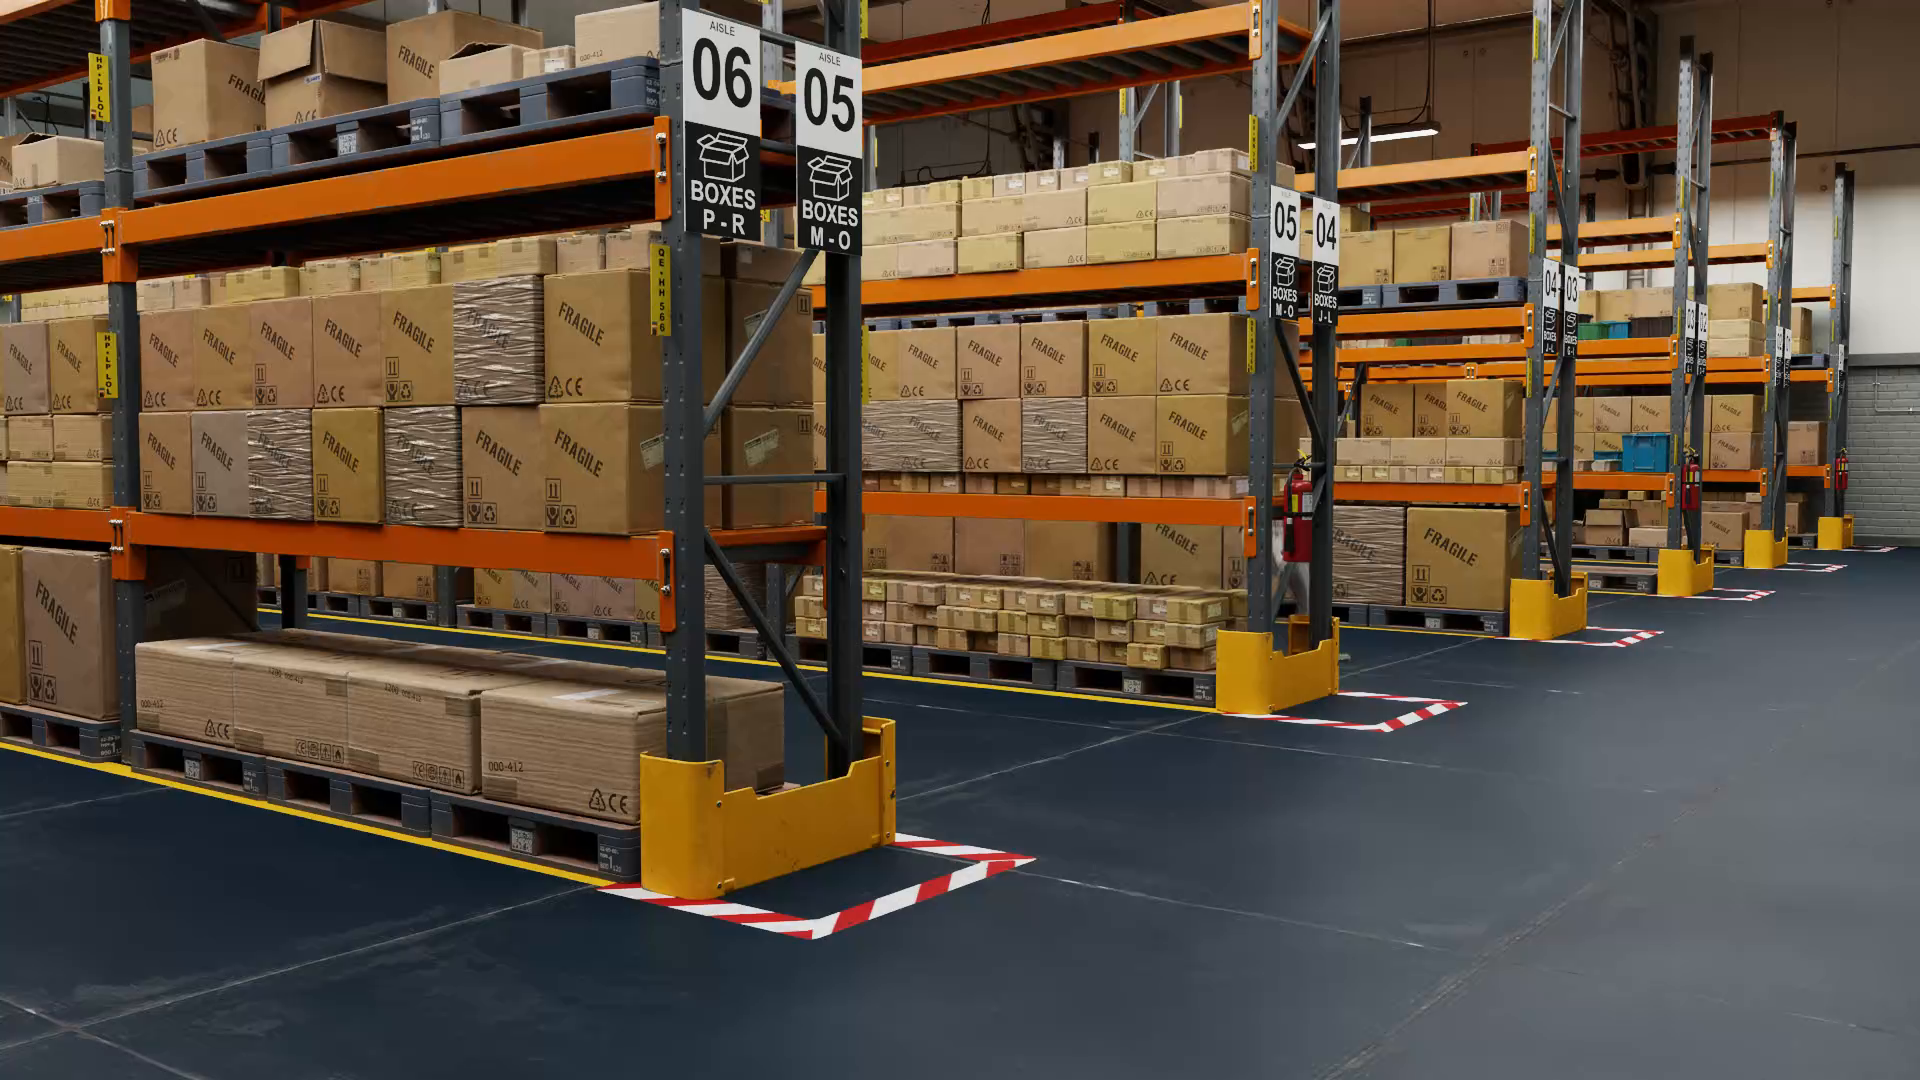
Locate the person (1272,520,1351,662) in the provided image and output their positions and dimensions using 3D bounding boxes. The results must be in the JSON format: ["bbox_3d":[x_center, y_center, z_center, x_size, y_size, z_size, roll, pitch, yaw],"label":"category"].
[{"bbox_3d":[2.400,0.088,12.349,0.521,1.632,1.012,-3,5,-43],"label":"person"}]
